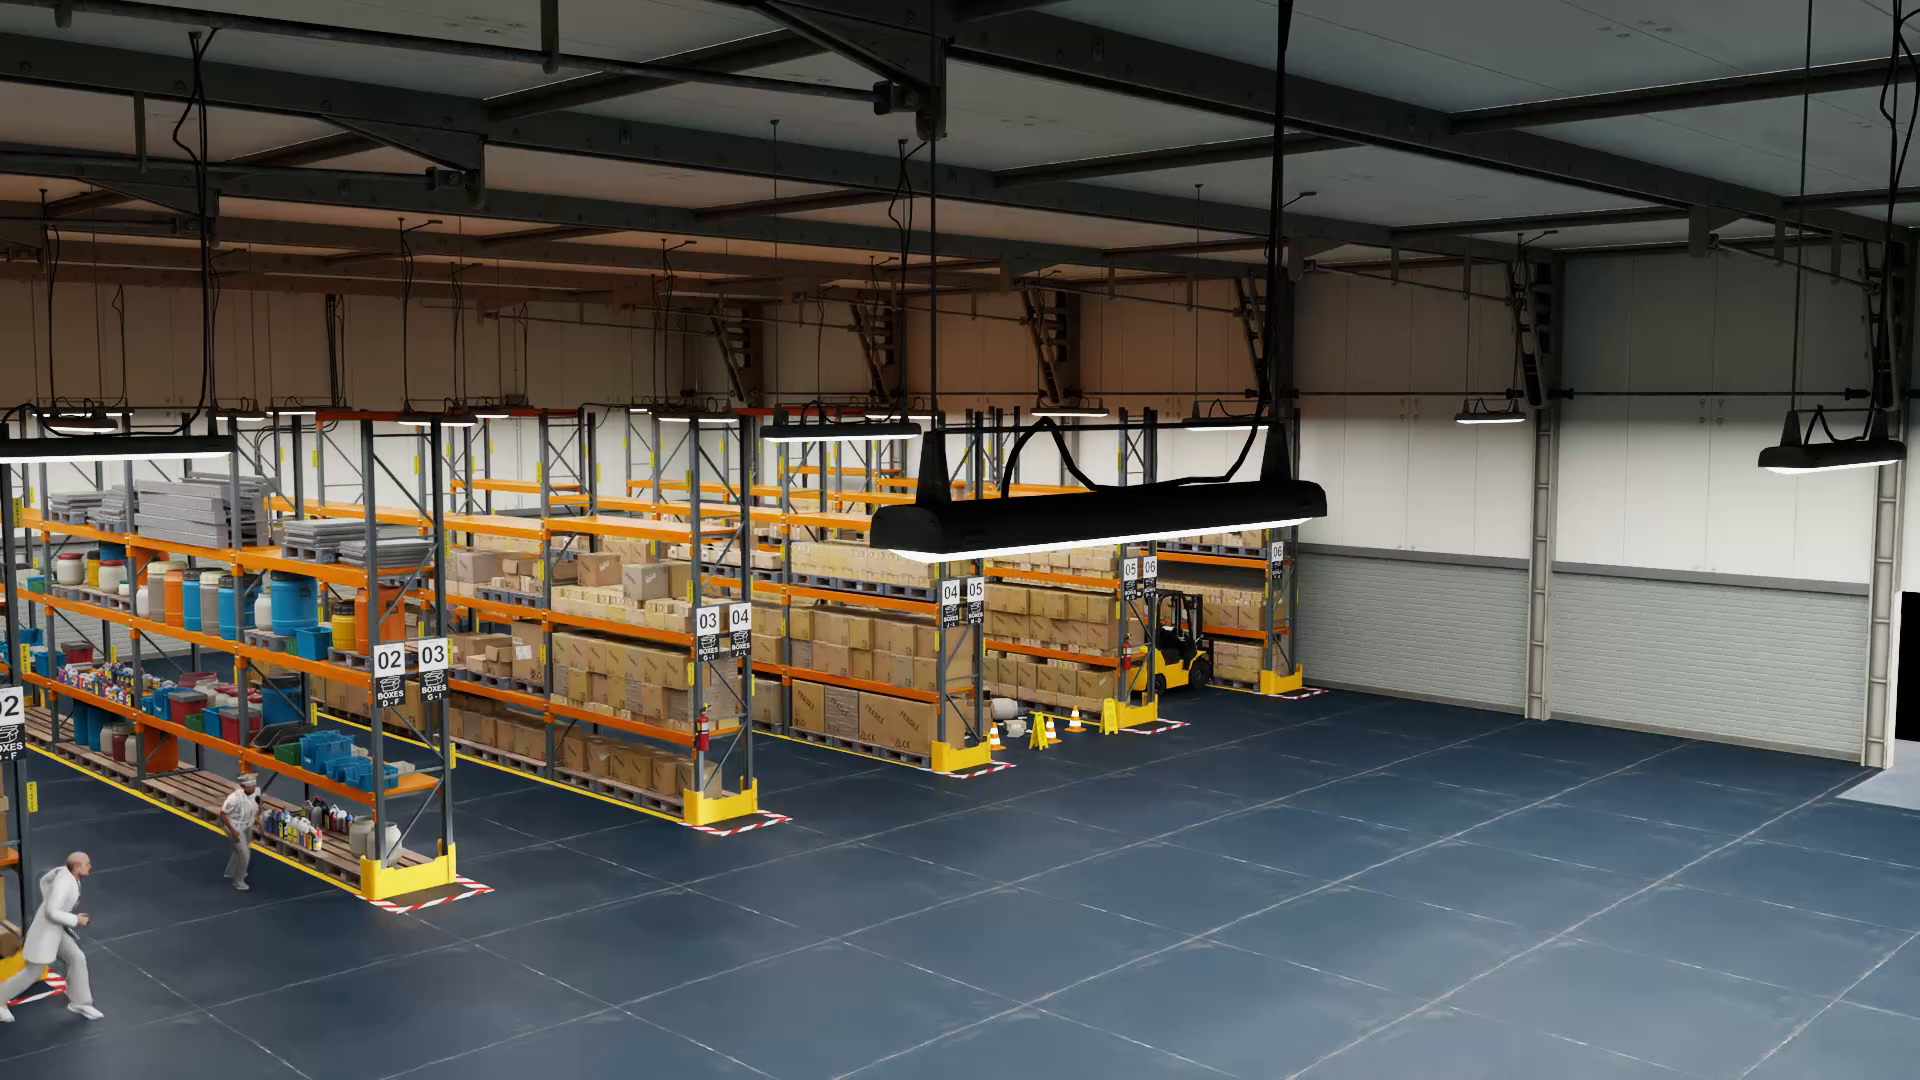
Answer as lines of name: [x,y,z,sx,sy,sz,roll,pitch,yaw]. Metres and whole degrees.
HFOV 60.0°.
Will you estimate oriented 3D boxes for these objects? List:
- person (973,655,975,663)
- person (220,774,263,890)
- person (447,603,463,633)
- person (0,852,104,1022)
person: [0.281,2.255,37.381,0.817,1.547,0.687,4,7,40]
person: [-9.226,3.697,21.315,0.818,1.527,0.647,2,5,18]
person: [-12.369,1.923,40.810,0.548,1.573,0.783,1,5,15]
person: [-9.230,4.024,16.685,1.099,1.745,0.745,-2,5,-23]
